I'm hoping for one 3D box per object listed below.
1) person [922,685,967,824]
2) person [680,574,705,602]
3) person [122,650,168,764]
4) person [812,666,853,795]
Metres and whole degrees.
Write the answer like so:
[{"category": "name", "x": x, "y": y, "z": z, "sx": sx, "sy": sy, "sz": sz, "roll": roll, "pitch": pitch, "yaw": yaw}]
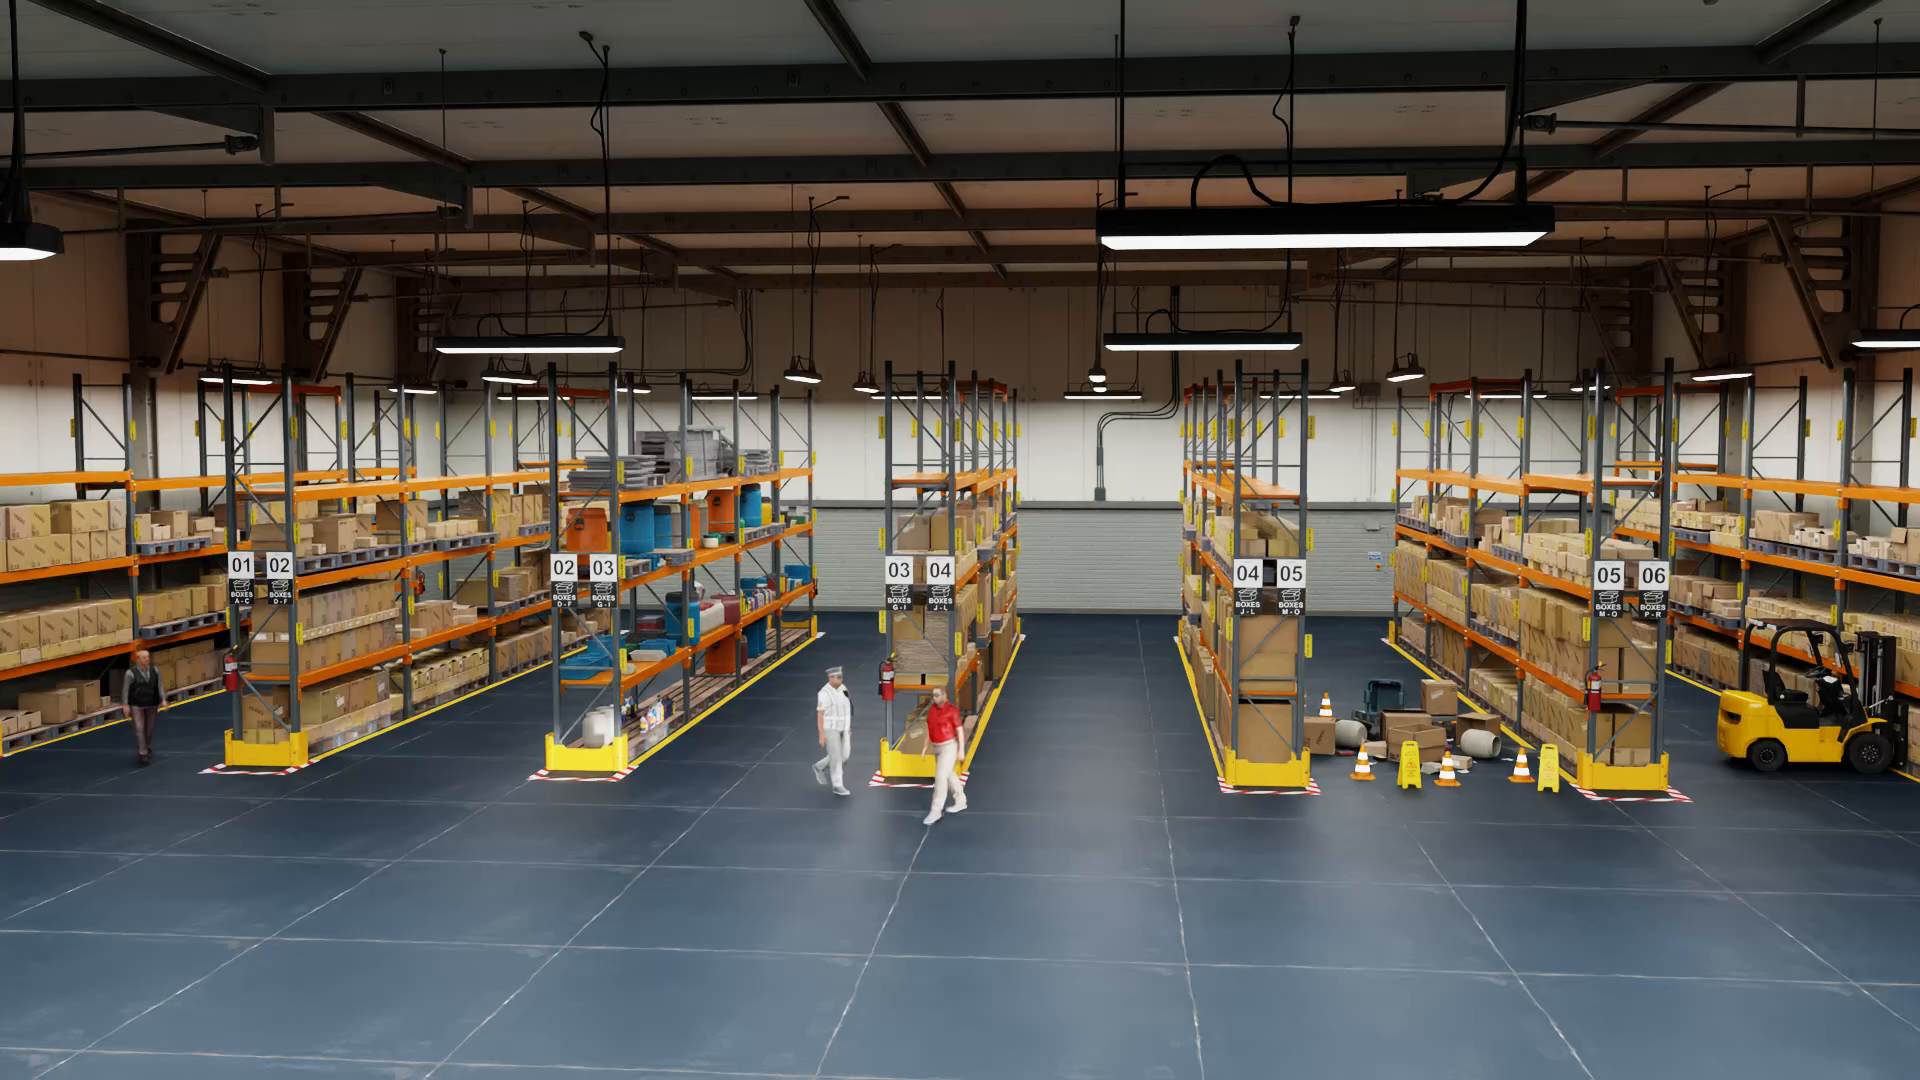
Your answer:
[{"category": "person", "x": -0.234, "y": 2.730, "z": 21.518, "sx": 0.863, "sy": 1.707, "sz": 0.577, "roll": -2, "pitch": 4, "yaw": -33}, {"category": "person", "x": -6.475, "y": 1.560, "z": 40.284, "sx": 0.562, "sy": 1.597, "sz": 0.735, "roll": 1, "pitch": 4, "yaw": 14}, {"category": "person", "x": -12.334, "y": 2.491, "z": 25.148, "sx": 0.601, "sy": 1.655, "sz": 1.101, "roll": -3, "pitch": 5, "yaw": -37}, {"category": "person", "x": -1.750, "y": 2.605, "z": 23.038, "sx": 0.831, "sy": 1.731, "sz": 0.592, "roll": 3, "pitch": 5, "yaw": 37}]
